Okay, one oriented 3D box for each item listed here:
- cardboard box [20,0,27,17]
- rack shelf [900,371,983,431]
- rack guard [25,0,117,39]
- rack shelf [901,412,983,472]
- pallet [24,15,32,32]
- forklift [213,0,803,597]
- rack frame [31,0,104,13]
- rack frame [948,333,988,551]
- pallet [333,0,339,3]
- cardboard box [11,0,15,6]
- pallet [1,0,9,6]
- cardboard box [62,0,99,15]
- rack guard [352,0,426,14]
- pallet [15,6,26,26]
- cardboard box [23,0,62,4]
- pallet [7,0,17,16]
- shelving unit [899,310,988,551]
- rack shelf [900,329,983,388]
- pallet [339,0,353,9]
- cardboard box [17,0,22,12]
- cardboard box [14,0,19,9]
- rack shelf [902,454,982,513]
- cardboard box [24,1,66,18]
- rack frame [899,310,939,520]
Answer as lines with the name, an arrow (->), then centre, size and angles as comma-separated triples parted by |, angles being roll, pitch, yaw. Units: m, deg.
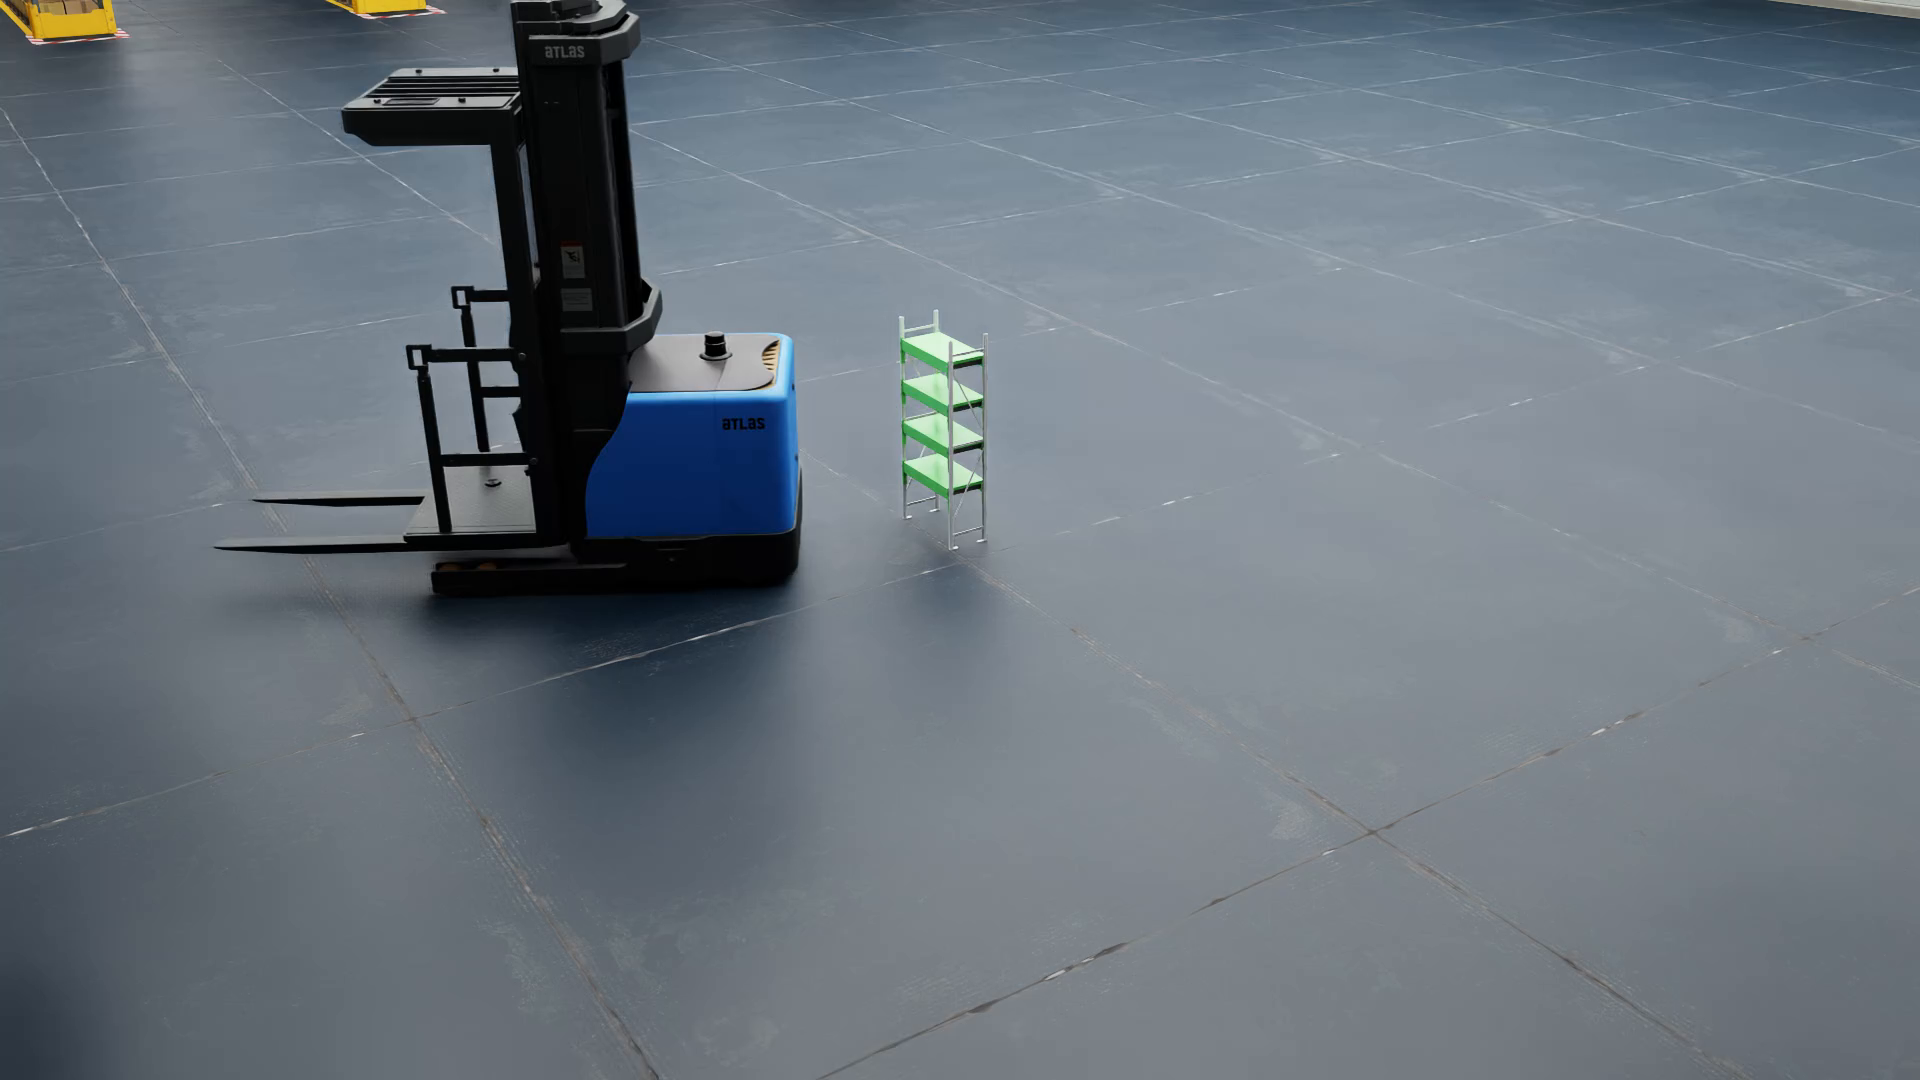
cardboard box -> -14.653, -8.507, 26.486 | 0.500, 0.250, 0.500 | -16, 29, -30
rack shelf -> -0.090, -0.761, 9.044 | 0.258, 0.148, 0.480 | -16, 29, -30
rack guard -> -13.817, -8.123, 25.870 | 1.175, 0.500, 0.348 | -16, 29, -30
rack shelf -> -0.090, -0.544, 9.147 | 0.258, 0.148, 0.480 | -16, 29, -30
pallet -> -14.283, -8.264, 26.509 | 1.003, 0.211, 1.213 | -16, 29, -30
forklift -> -2.393, -1.264, 8.495 | 3.031, 2.935, 1.130 | -1, 25, -3
rack frame -> -13.830, -9.262, 25.355 | 1.000, 3.000, 0.127 | -16, 29, -30
rack frame -> 0.043, -0.515, 8.934 | 0.240, 1.200, 0.015 | -16, 29, -30
pallet -> -10.860, -9.898, 29.969 | 1.003, 0.211, 1.213 | -16, 29, -30
cardboard box -> -15.477, -9.042, 27.619 | 0.500, 0.250, 0.500 | -16, 29, -30
pallet -> -16.449, -9.686, 29.520 | 1.003, 0.211, 1.213 | -16, 29, -30
cardboard box -> -13.936, -8.452, 26.368 | 0.500, 0.250, 0.500 | -16, 29, -30
rack guard -> -9.759, -9.300, 28.365 | 1.175, 0.500, 0.348 | -16, 29, -30
pallet -> -14.945, -8.700, 27.432 | 1.003, 0.211, 1.213 | -16, 29, -30
cardboard box -> -14.372, -8.670, 25.952 | 0.500, 0.500, 0.500 | -16, 29, -30
pallet -> -15.615, -9.137, 28.358 | 1.003, 0.211, 1.213 | -16, 29, -30
shelving unit -> -0.090, -0.602, 9.119 | 0.258, 1.200, 0.503 | -16, 29, -30
rack shelf -> -0.090, -0.978, 8.942 | 0.258, 0.148, 0.480 | -16, 29, -30
pallet -> -10.198, -9.462, 29.045 | 1.003, 0.211, 1.213 | -16, 29, -30
cardboard box -> -14.928, -8.685, 26.864 | 0.500, 0.250, 0.500 | -16, 29, -30
cardboard box -> -15.199, -8.865, 27.243 | 0.500, 0.250, 0.500 | -16, 29, -30
rack shelf -> -0.090, -0.327, 9.249 | 0.258, 0.148, 0.480 | -16, 29, -30
cardboard box -> -14.370, -8.331, 26.113 | 0.500, 0.250, 0.500 | -16, 29, -30
rack frame -> -0.224, -0.689, 9.304 | 0.240, 1.200, 0.015 | -16, 29, -30
